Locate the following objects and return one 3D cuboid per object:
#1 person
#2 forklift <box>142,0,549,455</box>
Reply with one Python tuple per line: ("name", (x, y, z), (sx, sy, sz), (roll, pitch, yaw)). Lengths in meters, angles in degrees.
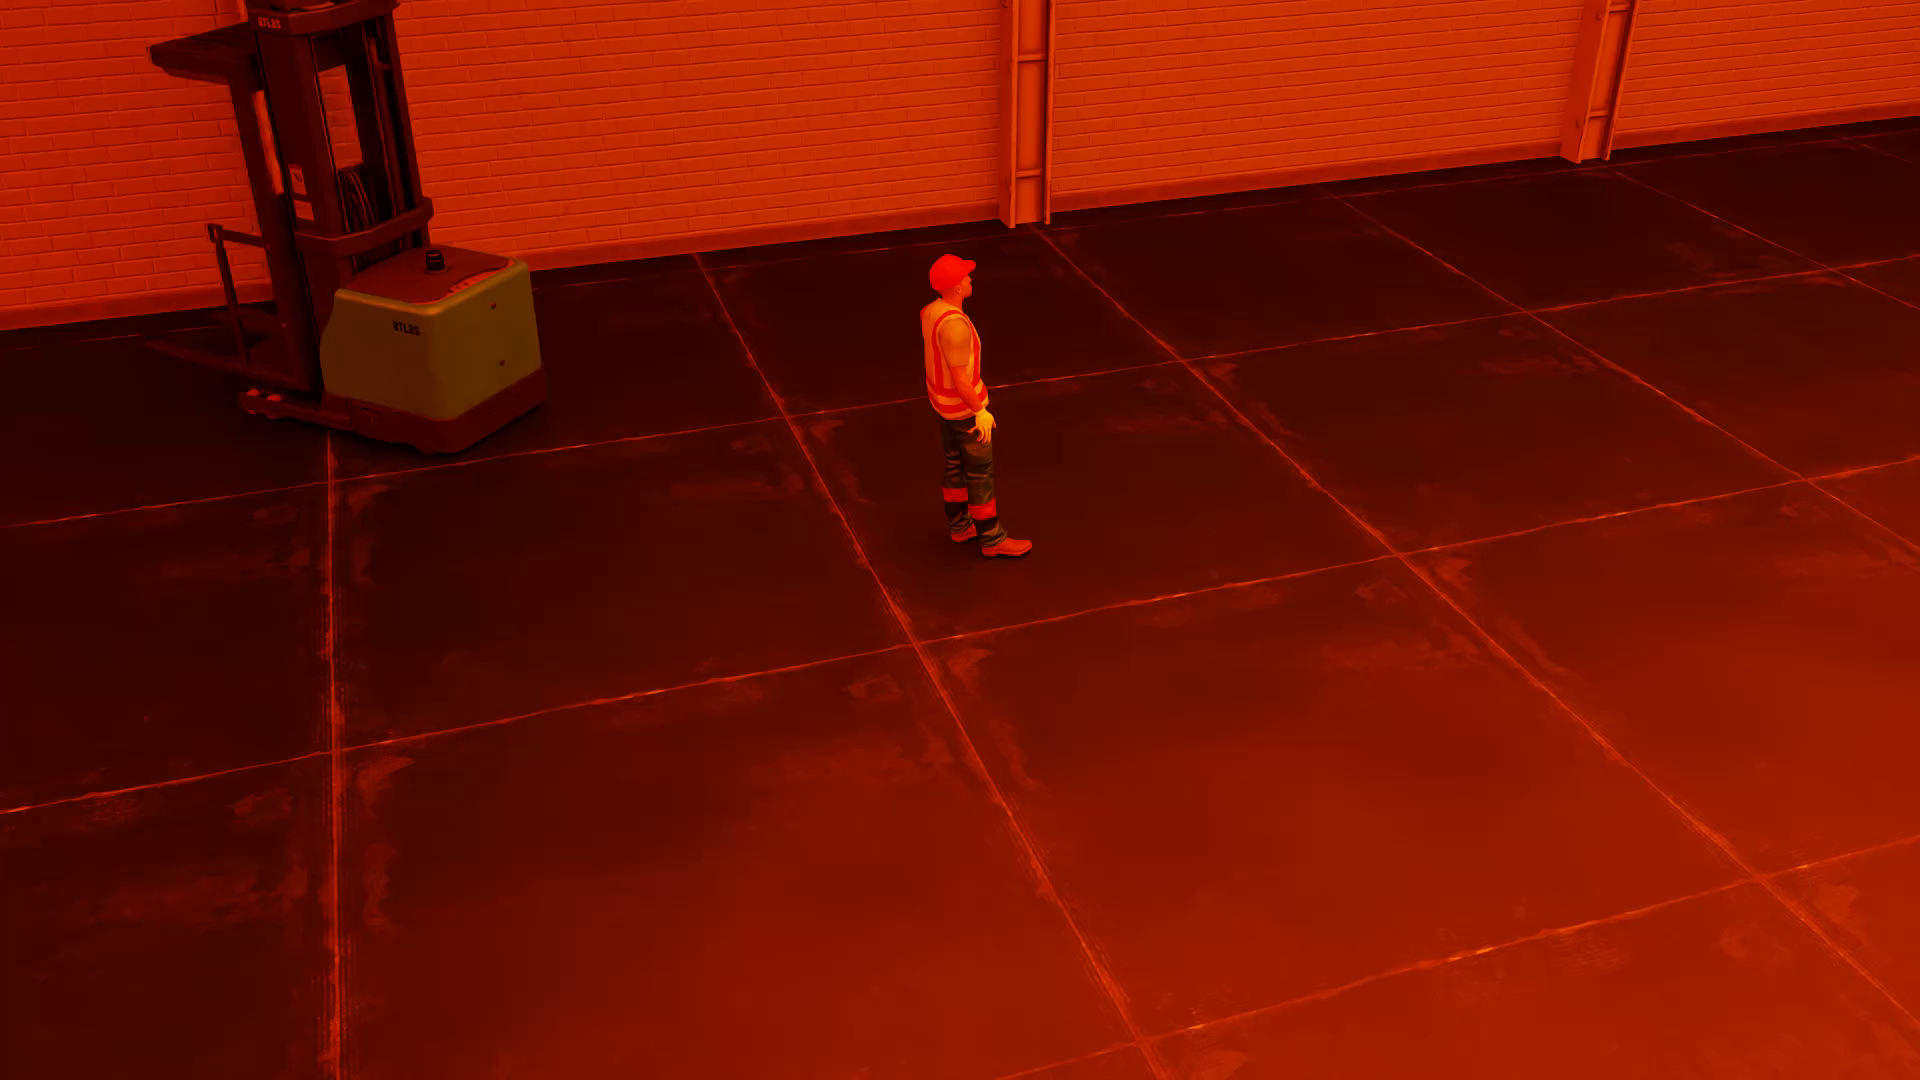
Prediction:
("person", (0.080, -0.789, 9.588), (0.564, 1.787, 0.637), (-10, 31, -16))
("forklift", (-4.428, -2.322, 11.124), (3.031, 2.935, 1.130), (14, 33, 22))
